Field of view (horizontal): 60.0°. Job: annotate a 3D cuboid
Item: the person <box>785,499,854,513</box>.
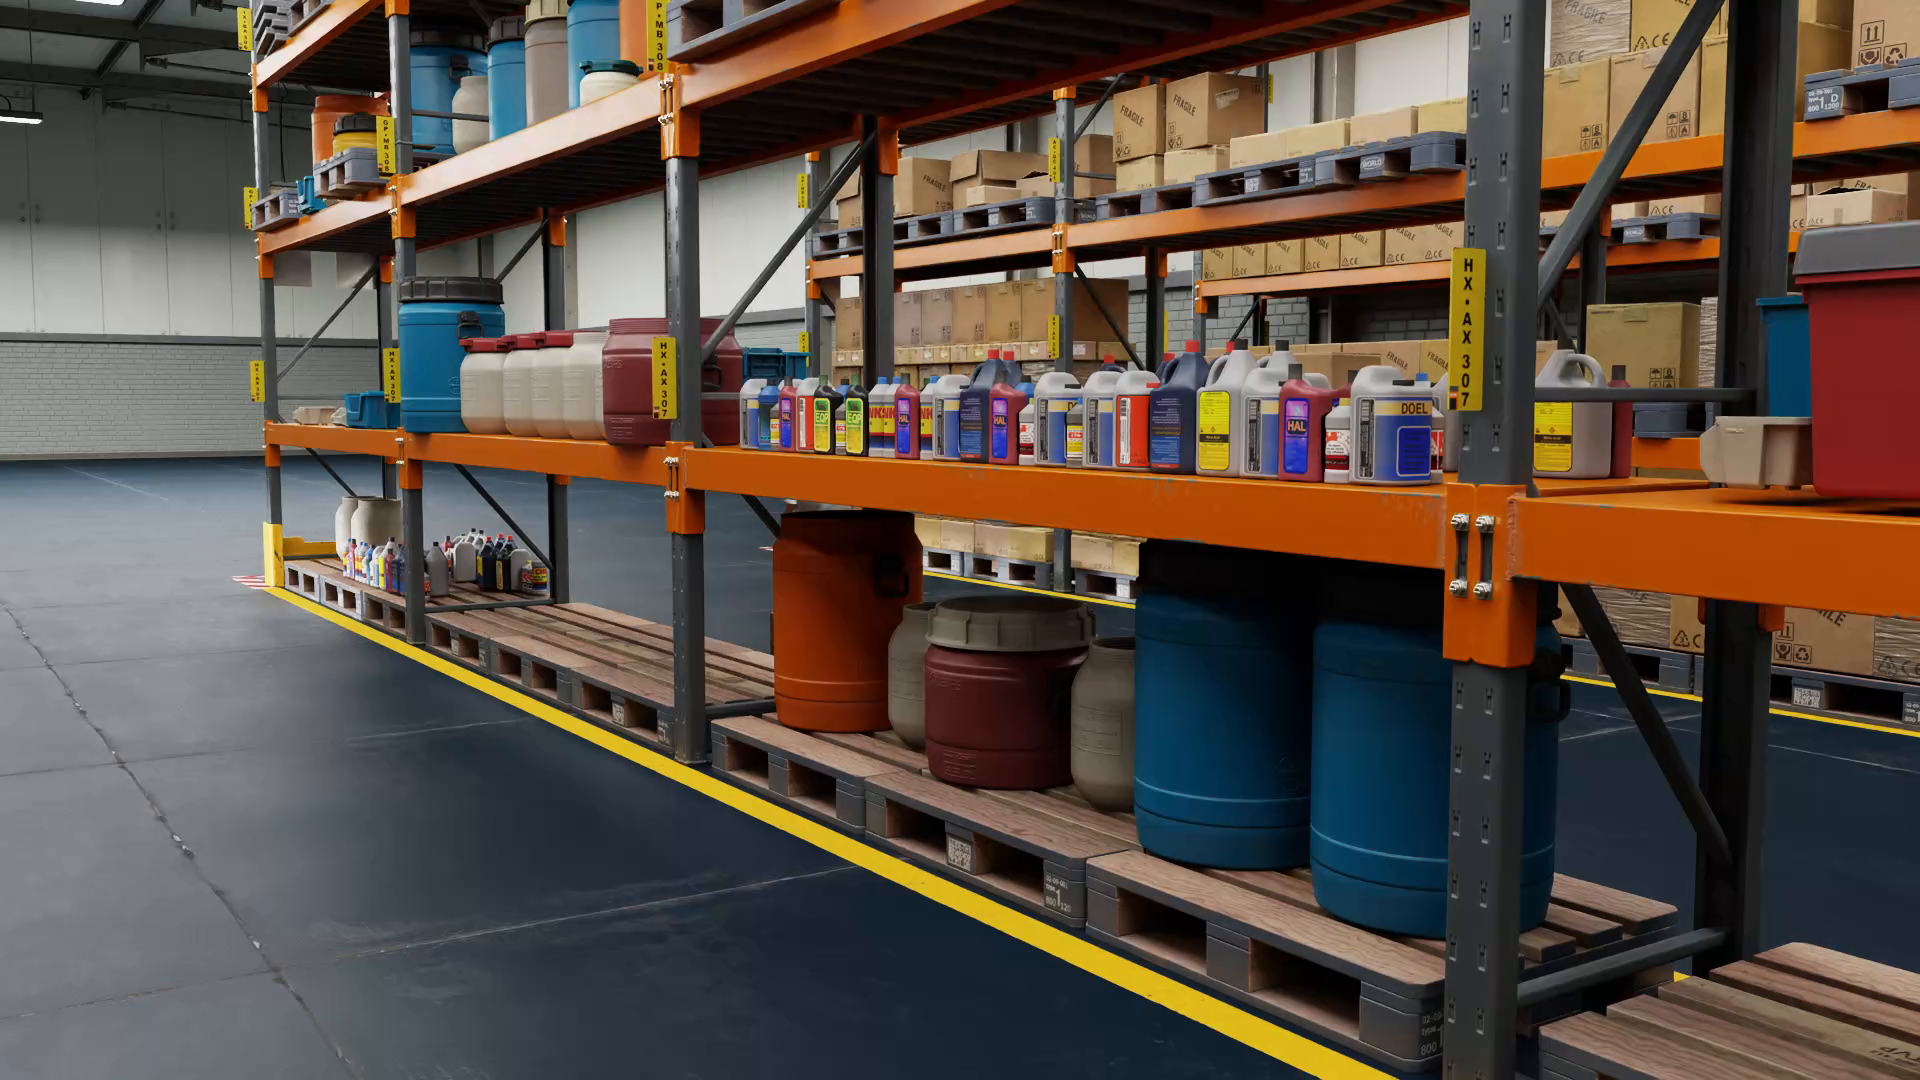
[{"bbox_3d":[-0.797,-0.043,9.490,0.459,1.477,0.347,-3,6,-34],"label":"person"}]
